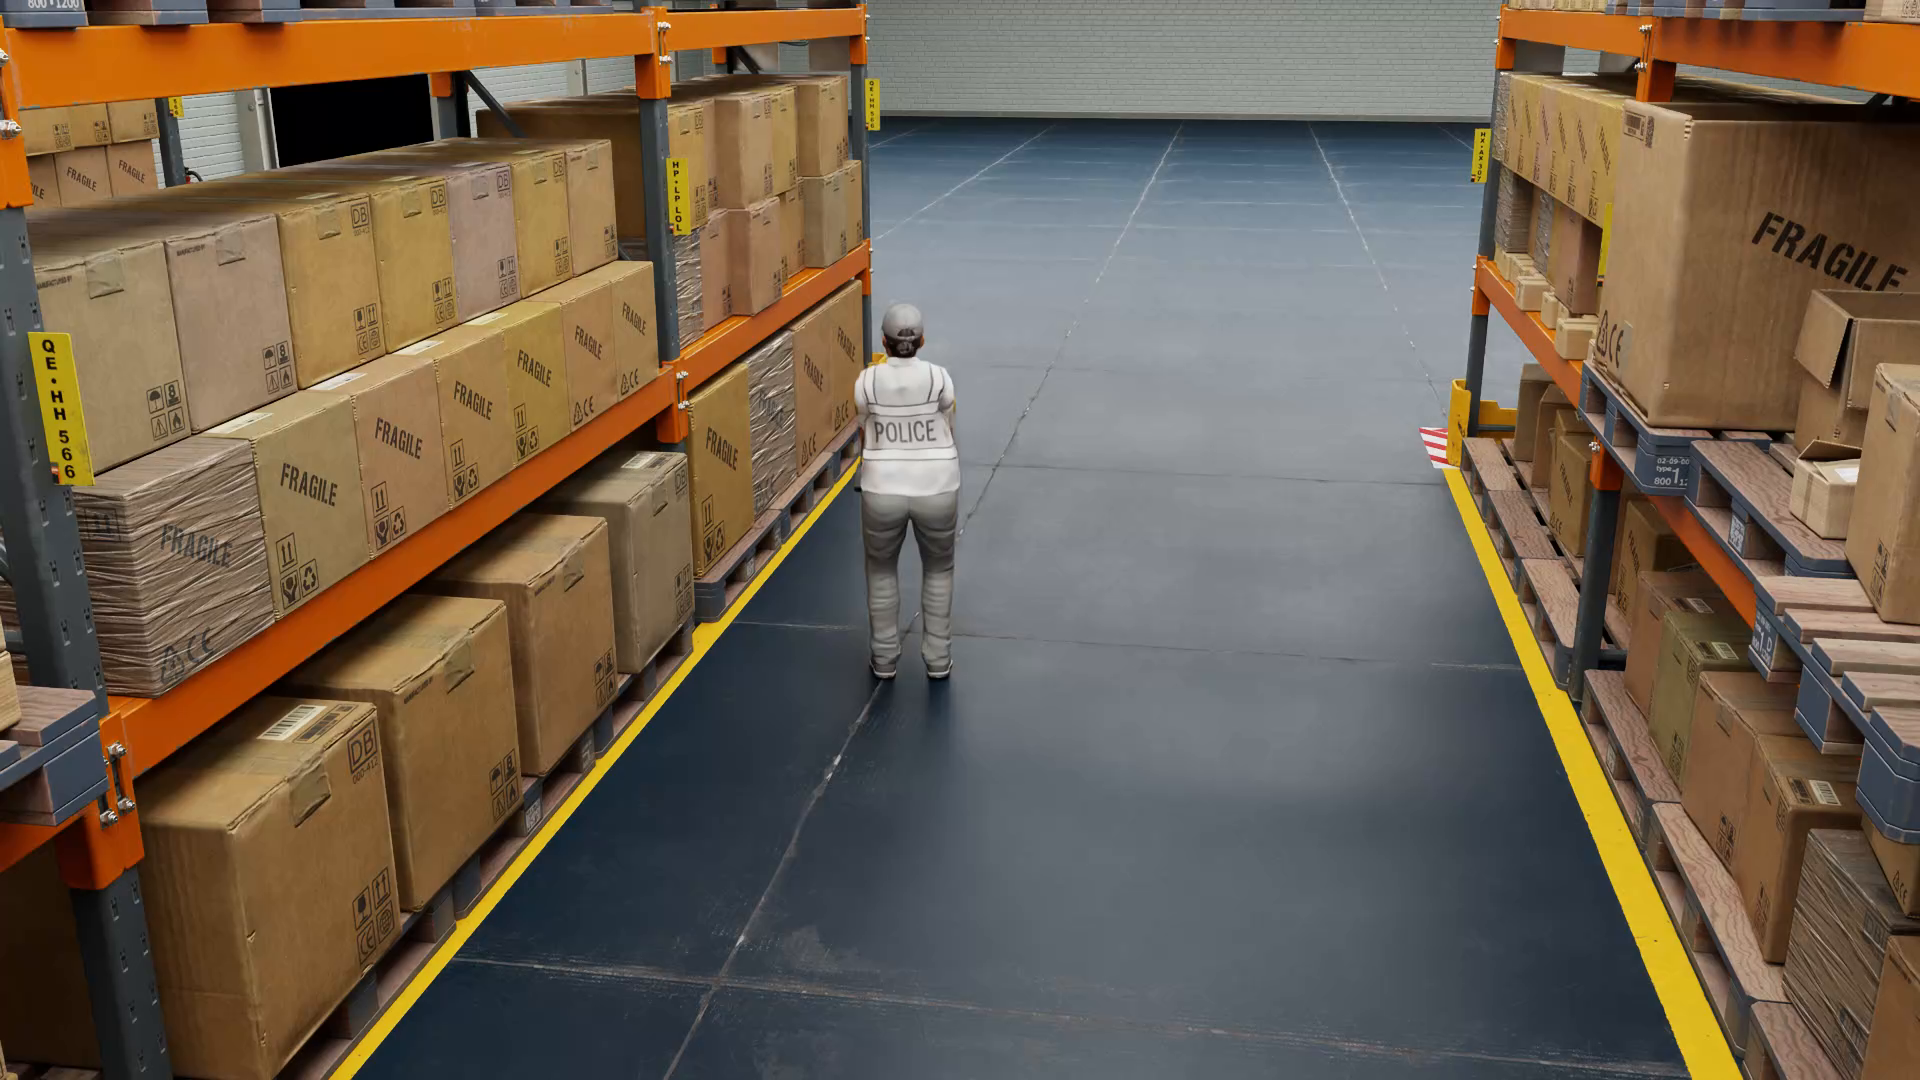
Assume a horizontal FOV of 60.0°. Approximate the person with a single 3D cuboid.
[{"bbox_3d":[-0.230,-0.204,7.197,0.452,1.662,0.555,-1,18,-2],"label":"person"}]
